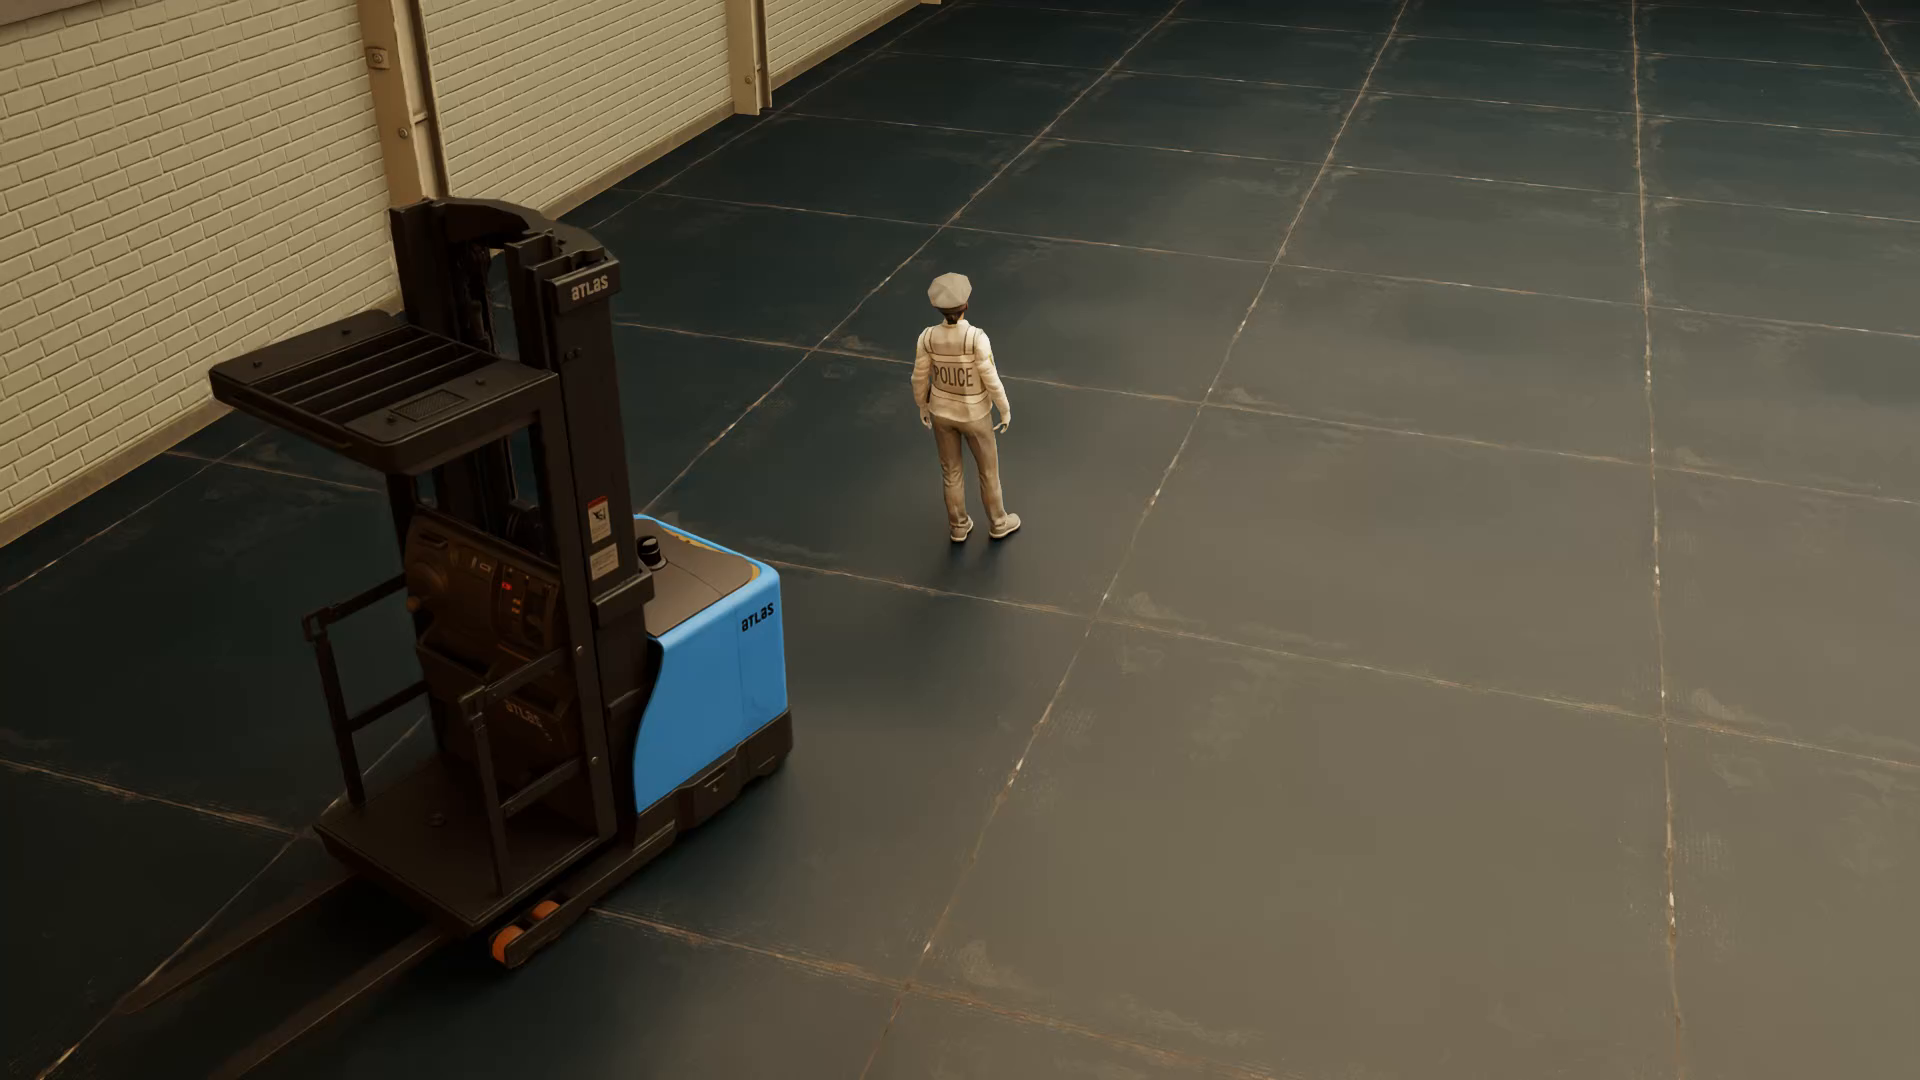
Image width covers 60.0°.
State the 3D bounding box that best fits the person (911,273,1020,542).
[{"bbox_3d":[0.029,-0.774,9.728,0.586,1.694,0.530,10,31,16],"label":"person"}]

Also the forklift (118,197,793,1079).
[{"bbox_3d":[-2.103,0.237,6.721,1.130,2.935,3.031,20,35,31],"label":"forklift"}]
